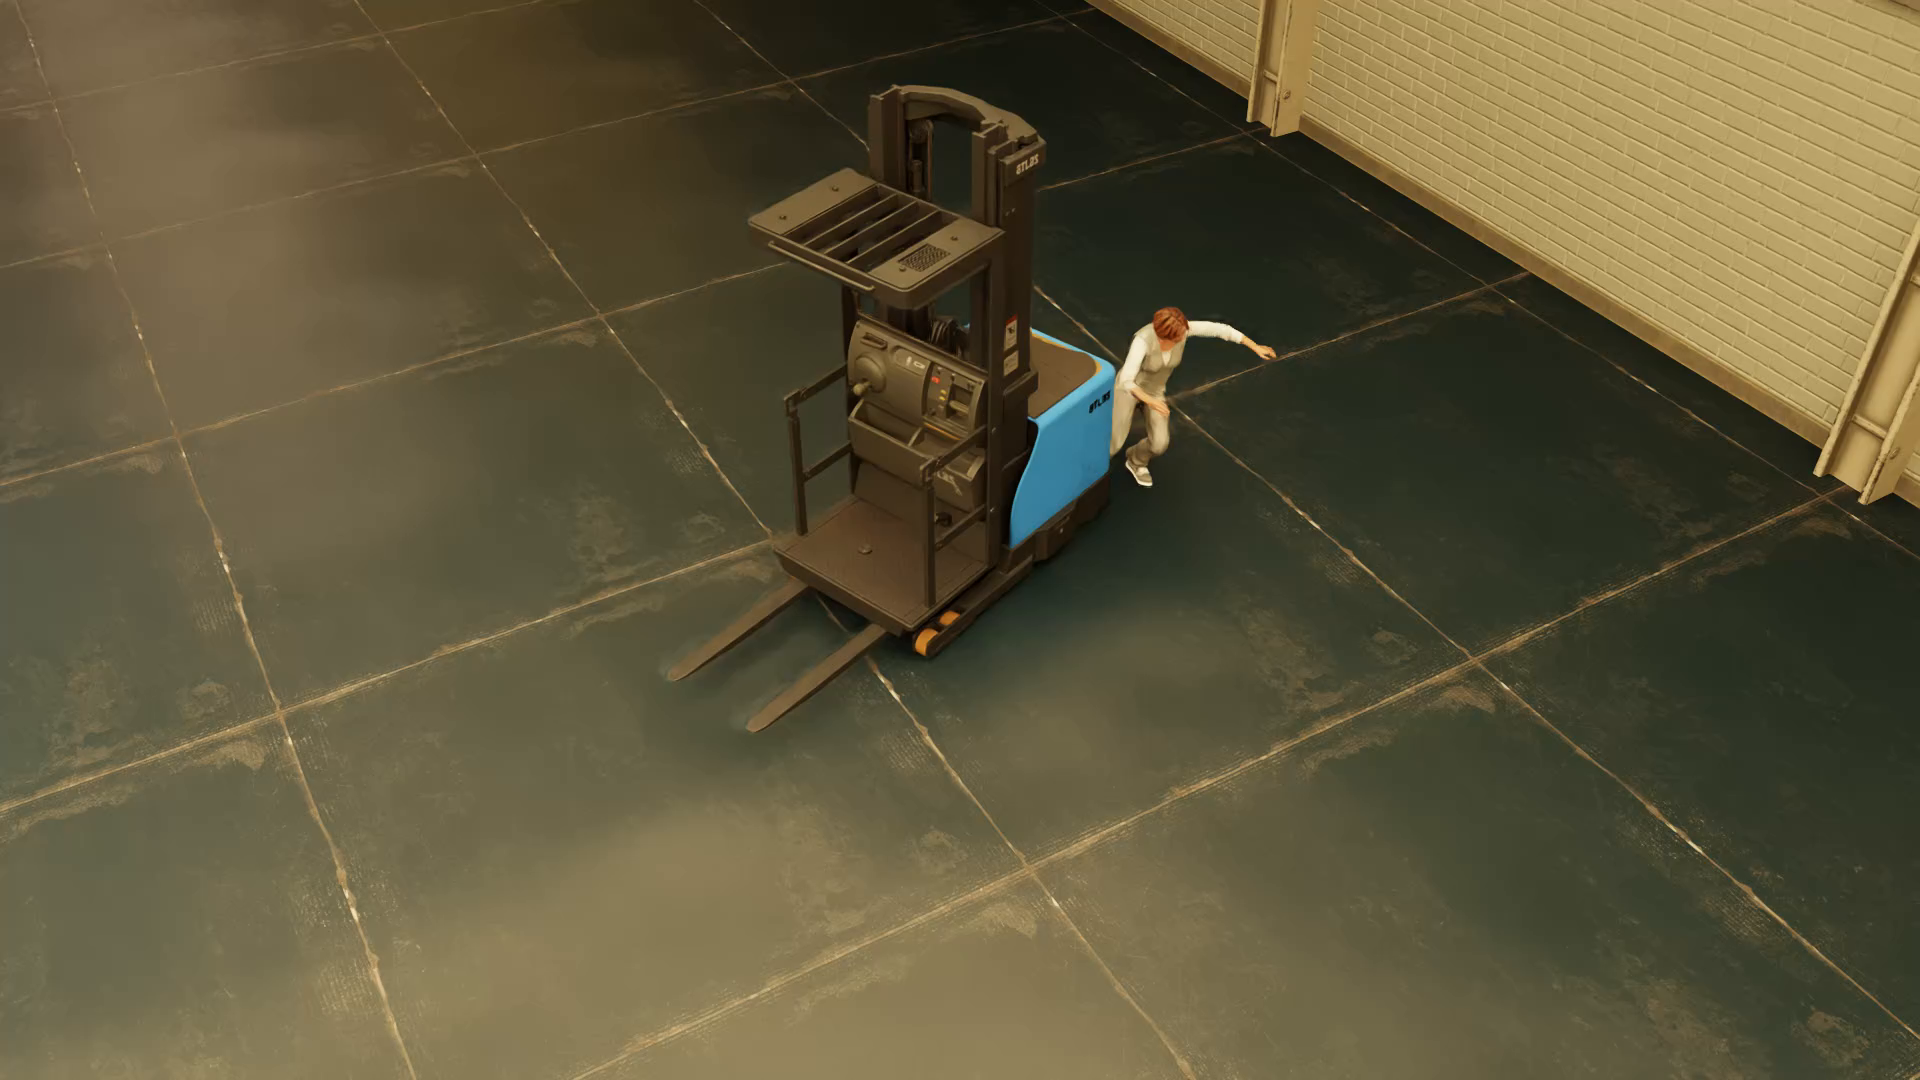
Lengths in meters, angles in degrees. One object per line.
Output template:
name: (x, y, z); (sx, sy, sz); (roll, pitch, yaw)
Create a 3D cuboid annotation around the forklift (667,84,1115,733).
forklift: (-0.382, -0.820, 9.025); (1.130, 2.935, 3.031); (28, 47, 29)

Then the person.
person: (1.225, -0.854, 10.325); (1.309, 1.328, 0.723); (-17, 43, -19)
